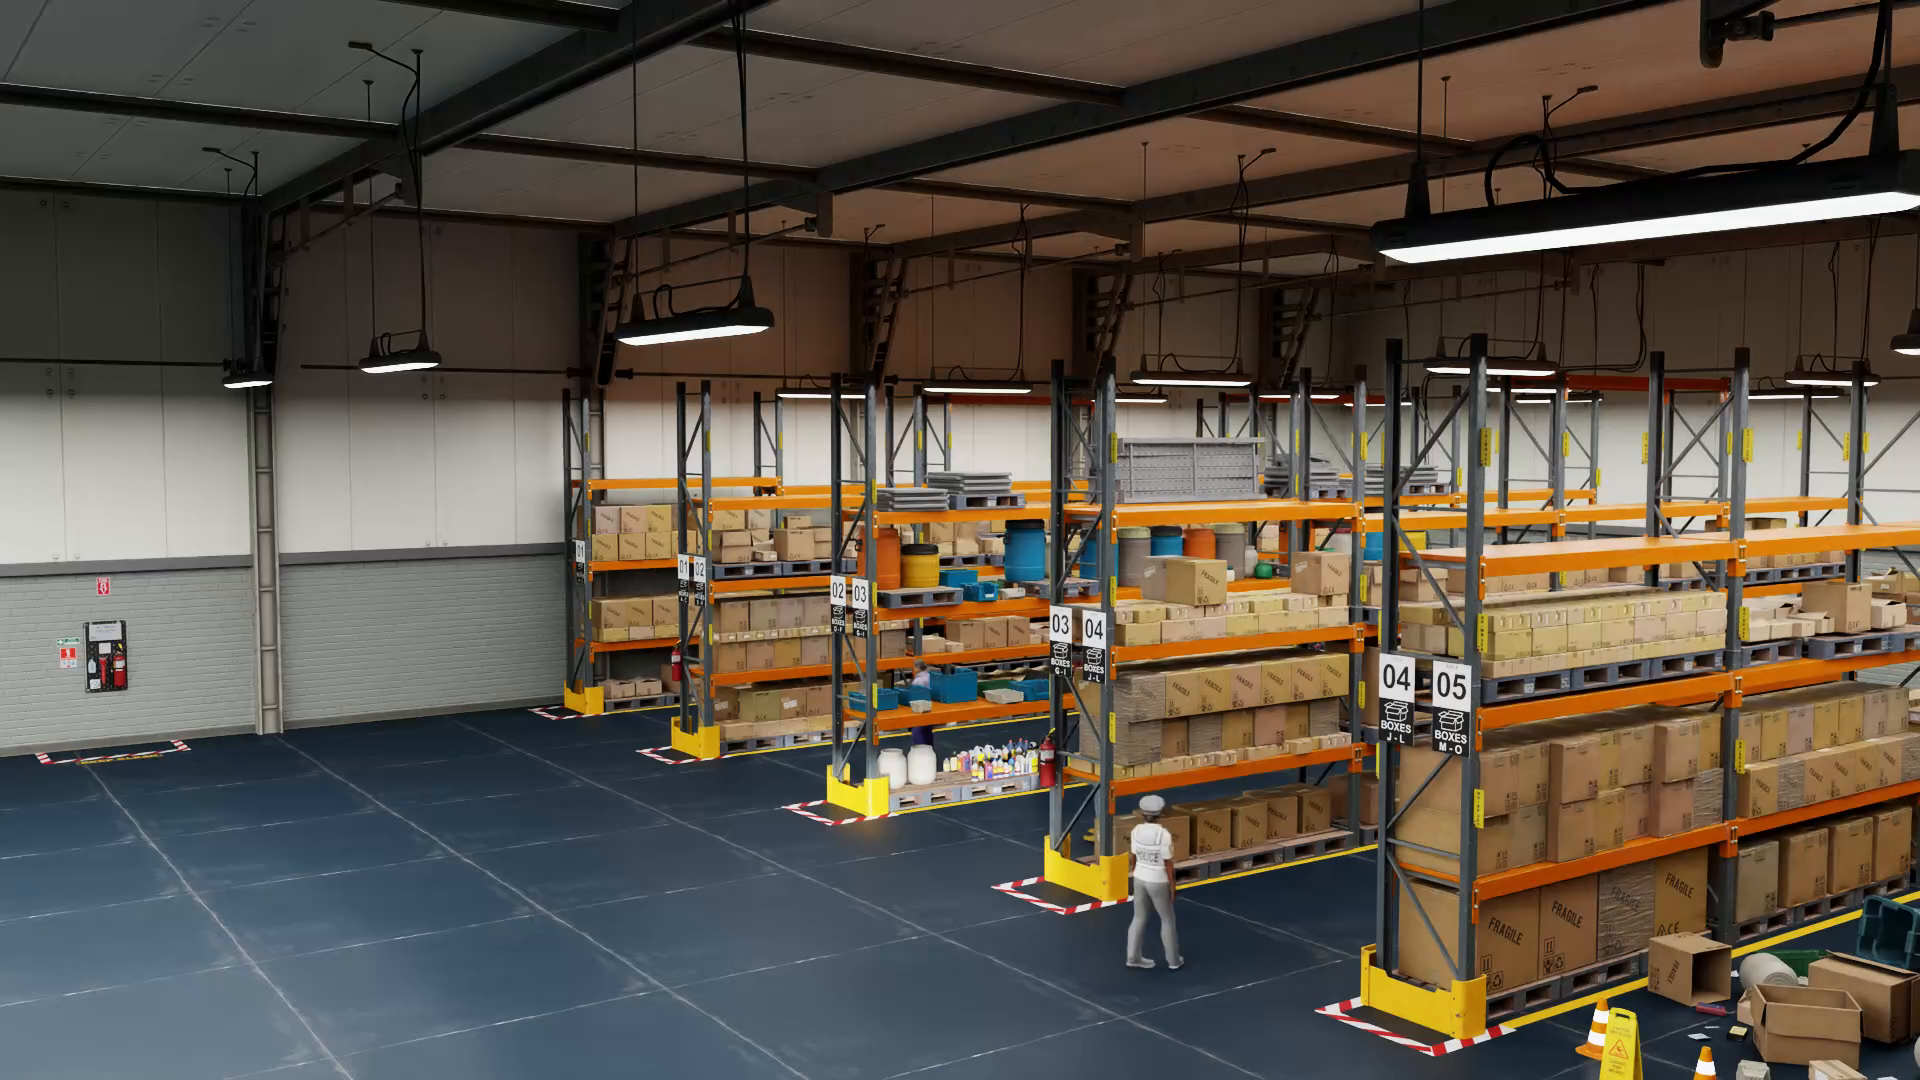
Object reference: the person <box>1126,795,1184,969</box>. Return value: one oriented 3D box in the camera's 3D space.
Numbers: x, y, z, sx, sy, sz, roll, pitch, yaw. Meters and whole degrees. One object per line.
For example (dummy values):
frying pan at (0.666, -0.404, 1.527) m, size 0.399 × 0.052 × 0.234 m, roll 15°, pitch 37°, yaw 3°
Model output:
person at (1.929, 3.301, 16.057) m, size 0.552 × 1.685 × 0.448 m, roll -2°, pitch 4°, yaw -34°

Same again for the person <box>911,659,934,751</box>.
person at (-0.601, 2.682, 25.925) m, size 0.389 × 1.647 × 0.577 m, roll 2°, pitch 4°, yaw 29°

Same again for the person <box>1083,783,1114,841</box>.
person at (1.804, 2.920, 21.109) m, size 0.510 × 1.763 × 0.639 m, roll 2°, pitch 4°, yaw 33°
